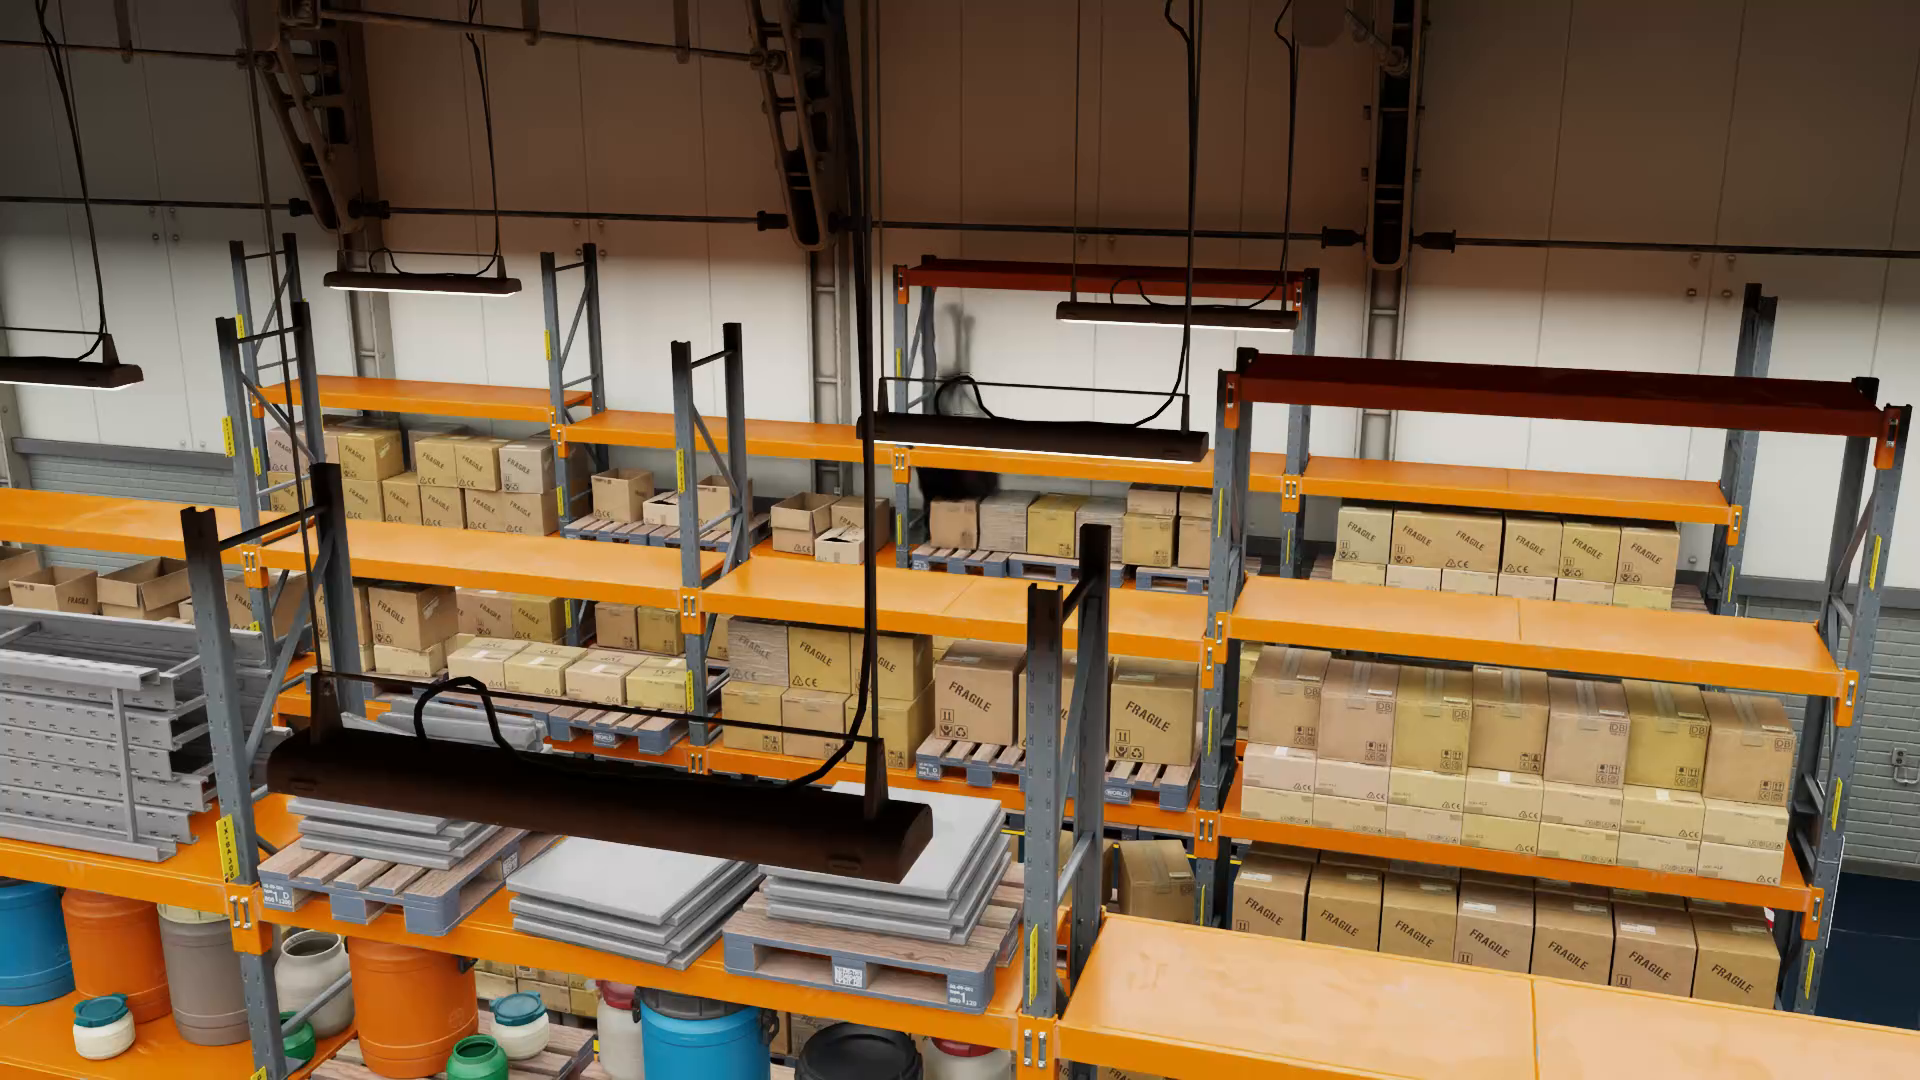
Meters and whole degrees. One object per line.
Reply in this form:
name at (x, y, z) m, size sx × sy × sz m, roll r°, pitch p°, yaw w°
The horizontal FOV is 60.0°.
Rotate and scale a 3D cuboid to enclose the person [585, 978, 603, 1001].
person at (-2.313, 3.940, 12.318) m, size 0.890 × 1.617 × 0.606 m, roll 2°, pitch 16°, yaw 8°
